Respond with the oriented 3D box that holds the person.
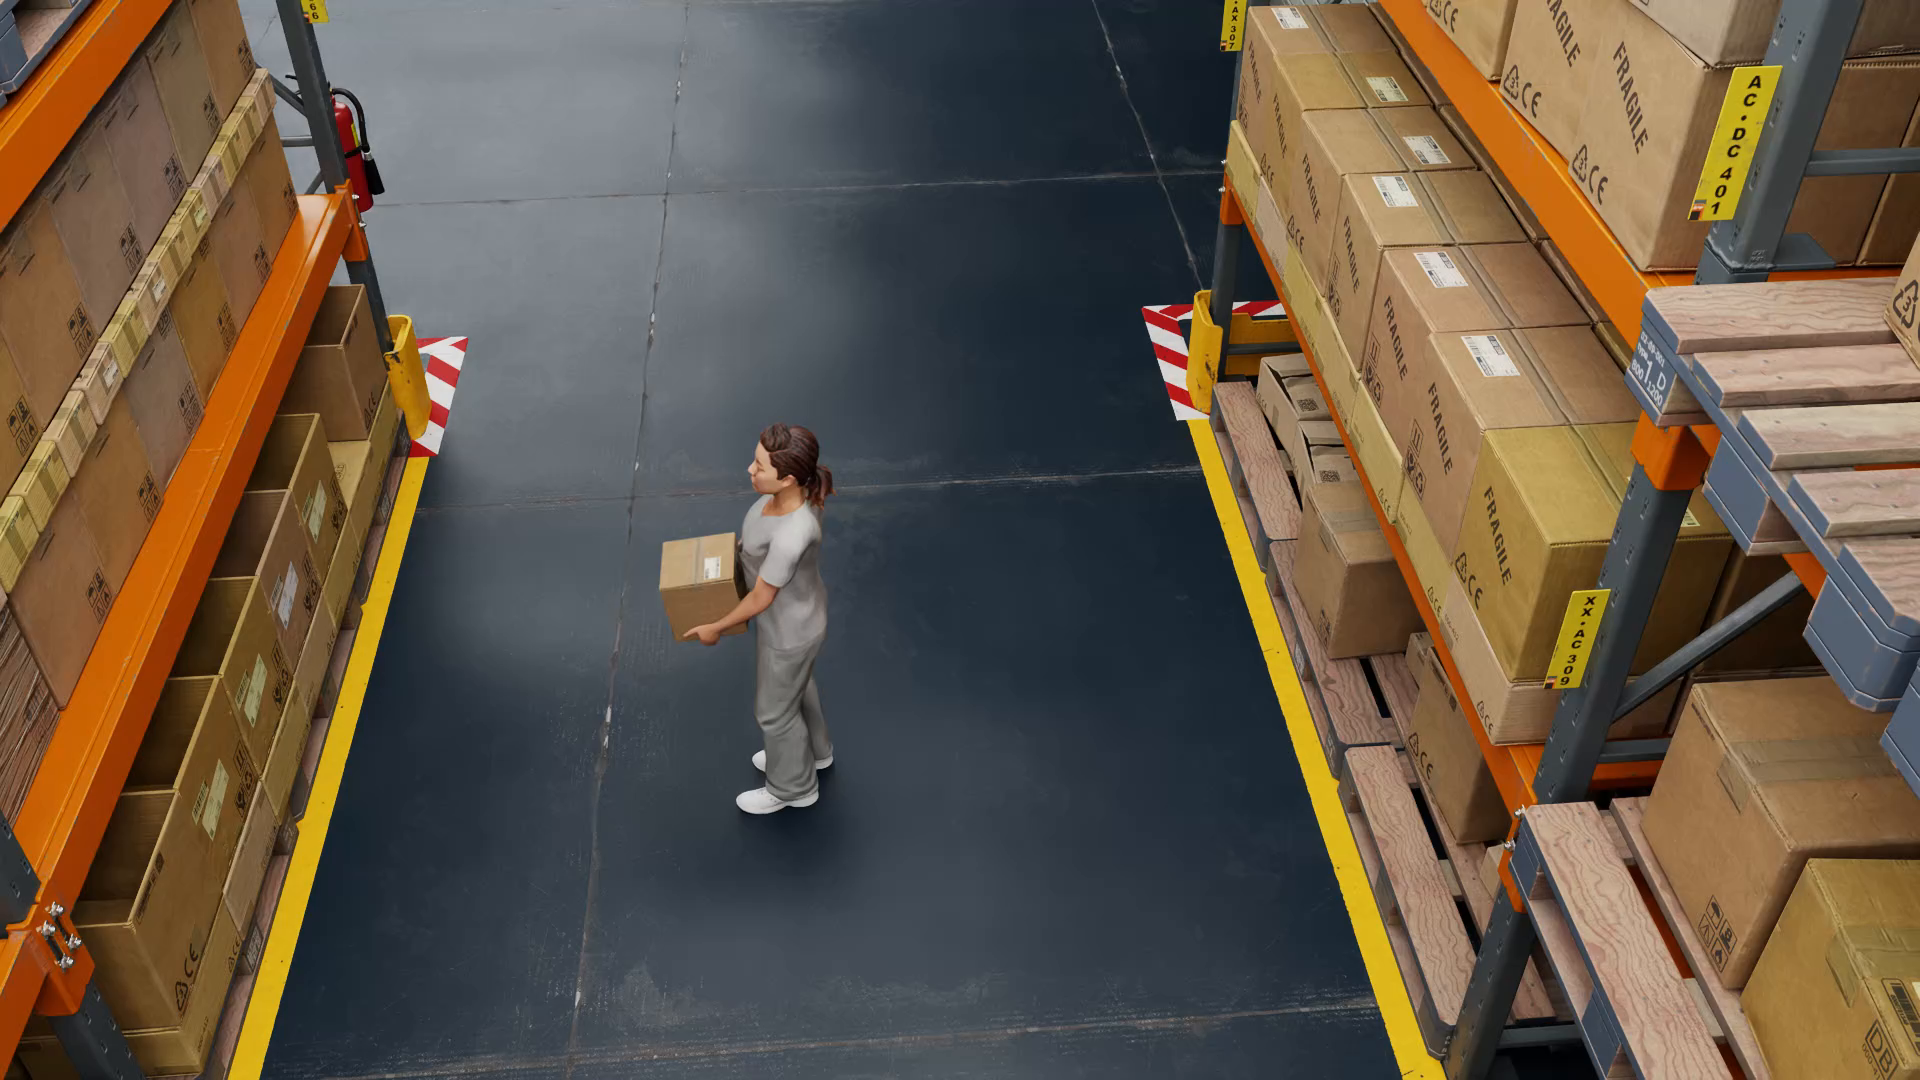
[{"bbox_3d":[-0.676,0.292,5.807,0.548,1.667,0.434,-3,39,-4],"label":"person"}]
